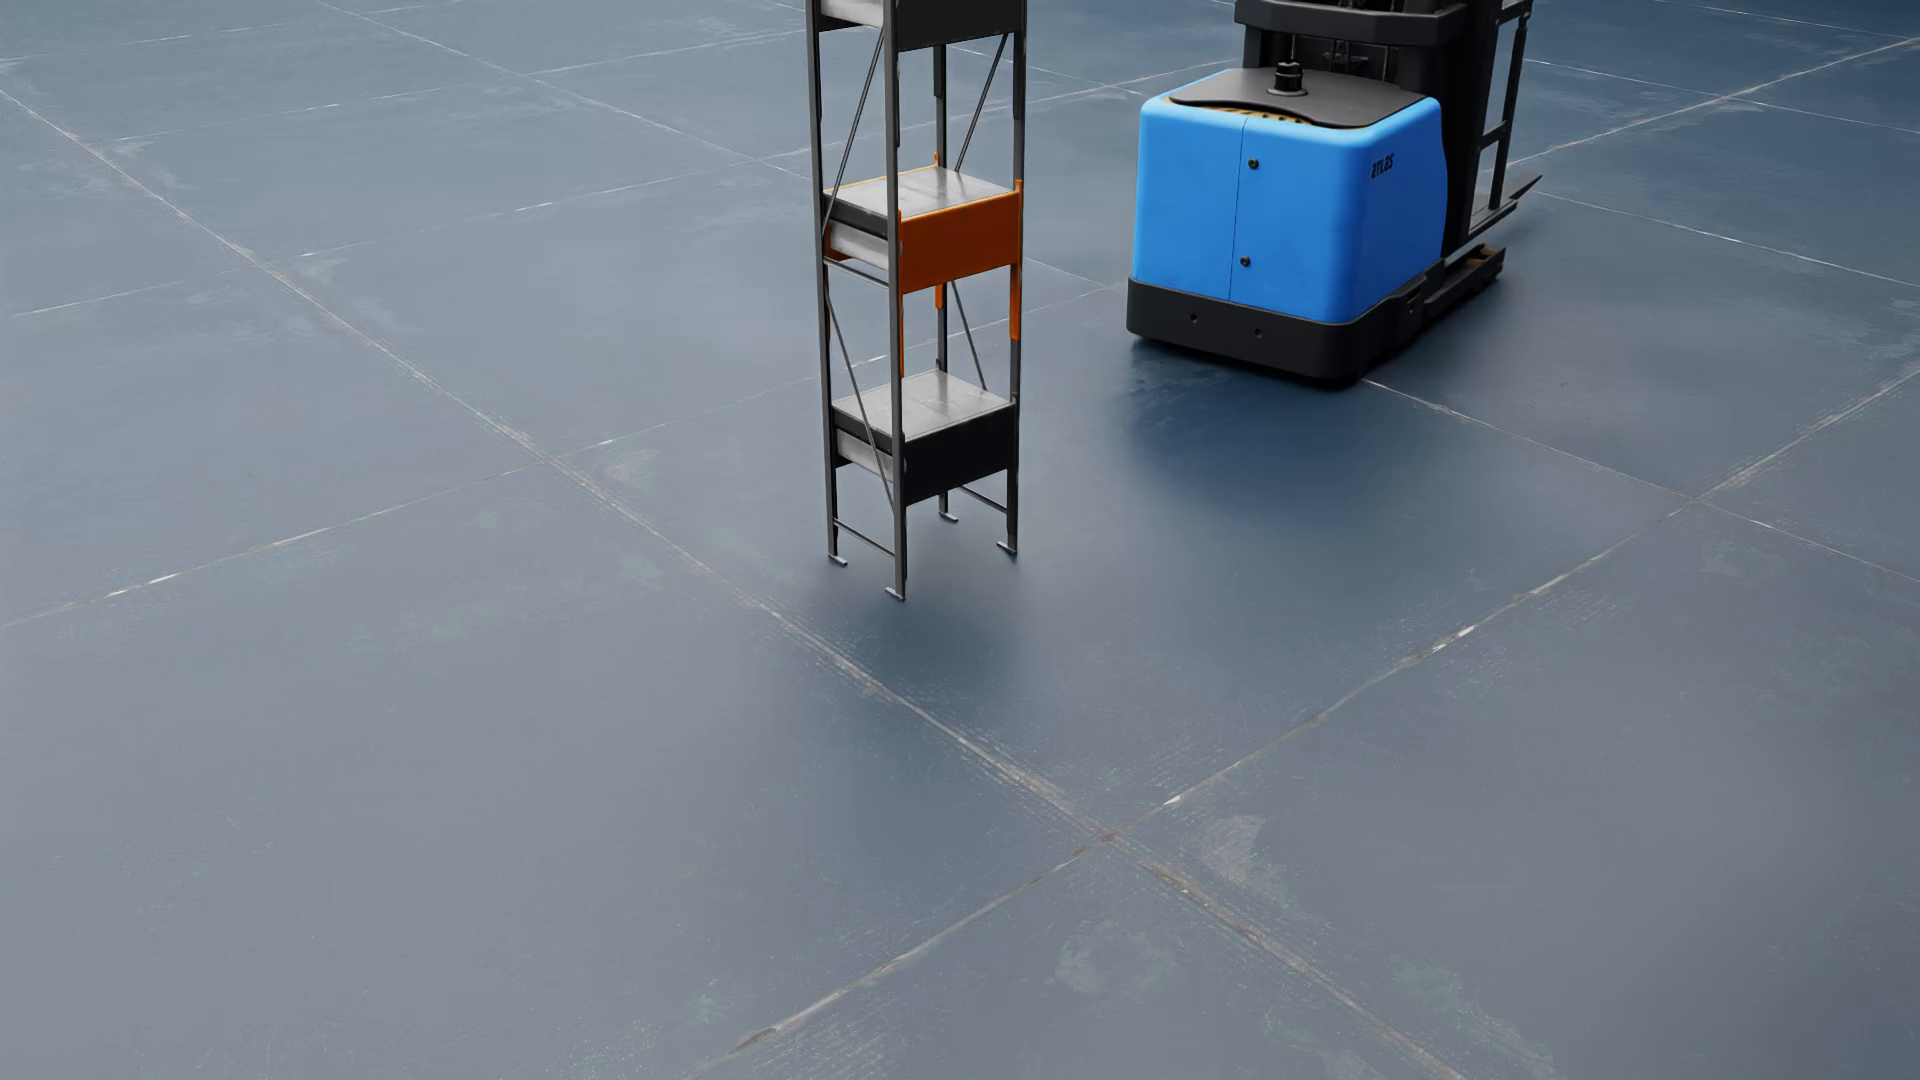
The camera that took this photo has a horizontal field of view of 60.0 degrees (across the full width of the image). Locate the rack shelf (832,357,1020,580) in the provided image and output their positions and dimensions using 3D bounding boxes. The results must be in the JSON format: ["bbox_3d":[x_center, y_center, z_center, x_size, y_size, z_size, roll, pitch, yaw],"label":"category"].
[{"bbox_3d":[-0.126,-0.246,5.497,0.480,0.518,0.431,-22,35,-35],"label":"rack shelf"}]

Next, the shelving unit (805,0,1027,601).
[{"bbox_3d":[-0.126,-0.875,5.160,0.503,2.100,0.431,-22,35,-35],"label":"shelving unit"}]

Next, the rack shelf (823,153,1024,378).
[{"bbox_3d":[-0.126,-0.863,5.167,0.480,0.518,0.431,-22,35,-35],"label":"rack shelf"}]

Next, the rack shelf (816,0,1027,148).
[{"bbox_3d":[-0.126,-1.481,4.837,0.480,0.518,0.431,-22,35,-35],"label":"rack shelf"}]

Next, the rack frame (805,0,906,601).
[{"bbox_3d":[-0.312,-0.801,5.021,0.015,2.100,0.400,-22,35,-35],"label":"rack frame"}]

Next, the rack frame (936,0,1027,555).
[{"bbox_3d":[0.060,-0.950,5.300,0.015,2.100,0.400,-22,35,-35],"label":"rack frame"}]

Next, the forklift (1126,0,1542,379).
[{"bbox_3d":[1.997,-2.593,7.492,1.130,2.935,3.031,19,33,31],"label":"forklift"}]
